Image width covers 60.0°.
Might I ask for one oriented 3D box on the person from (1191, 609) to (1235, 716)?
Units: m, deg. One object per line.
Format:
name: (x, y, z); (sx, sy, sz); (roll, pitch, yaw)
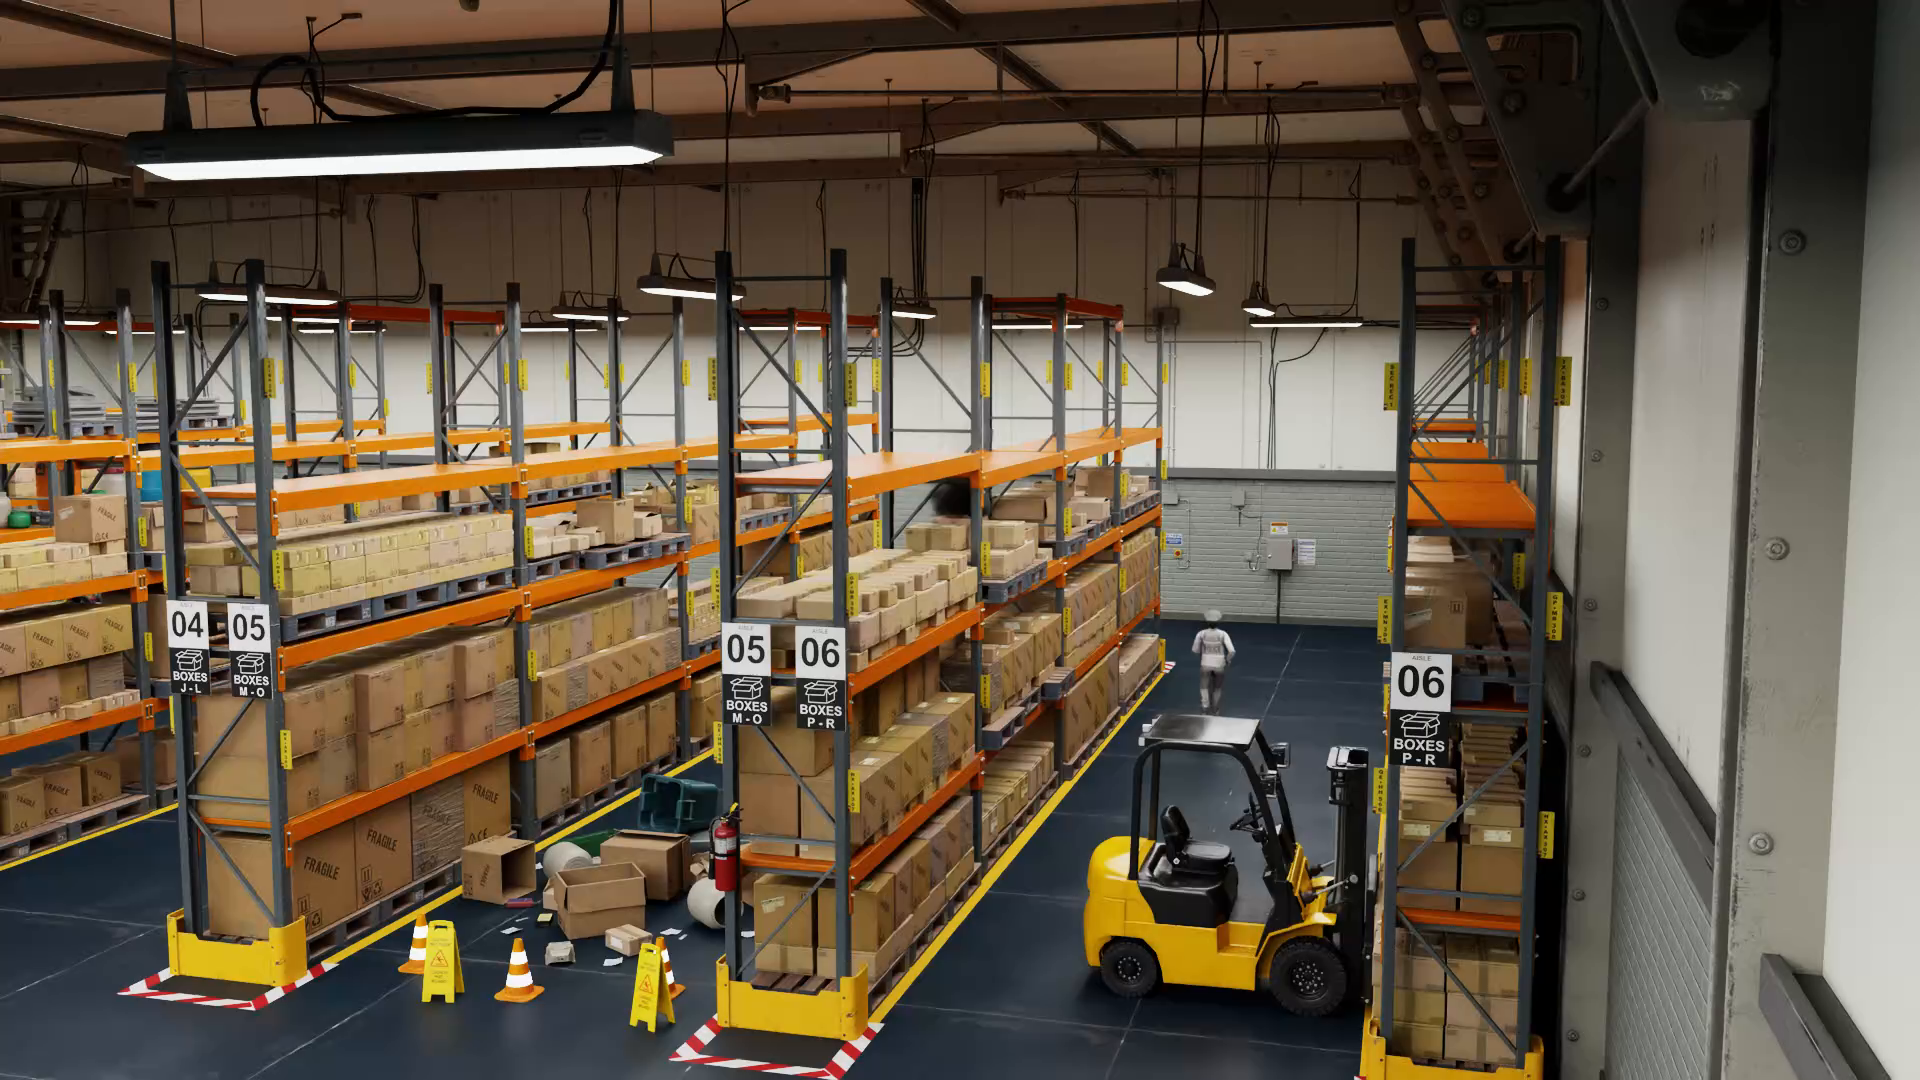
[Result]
person: (3.625, 1.821, 23.825); (0.624, 1.659, 0.757); (1, 6, 11)

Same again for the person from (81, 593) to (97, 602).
person: (-15.170, 1.341, 28.861); (0.548, 1.548, 0.794); (1, 6, 5)
